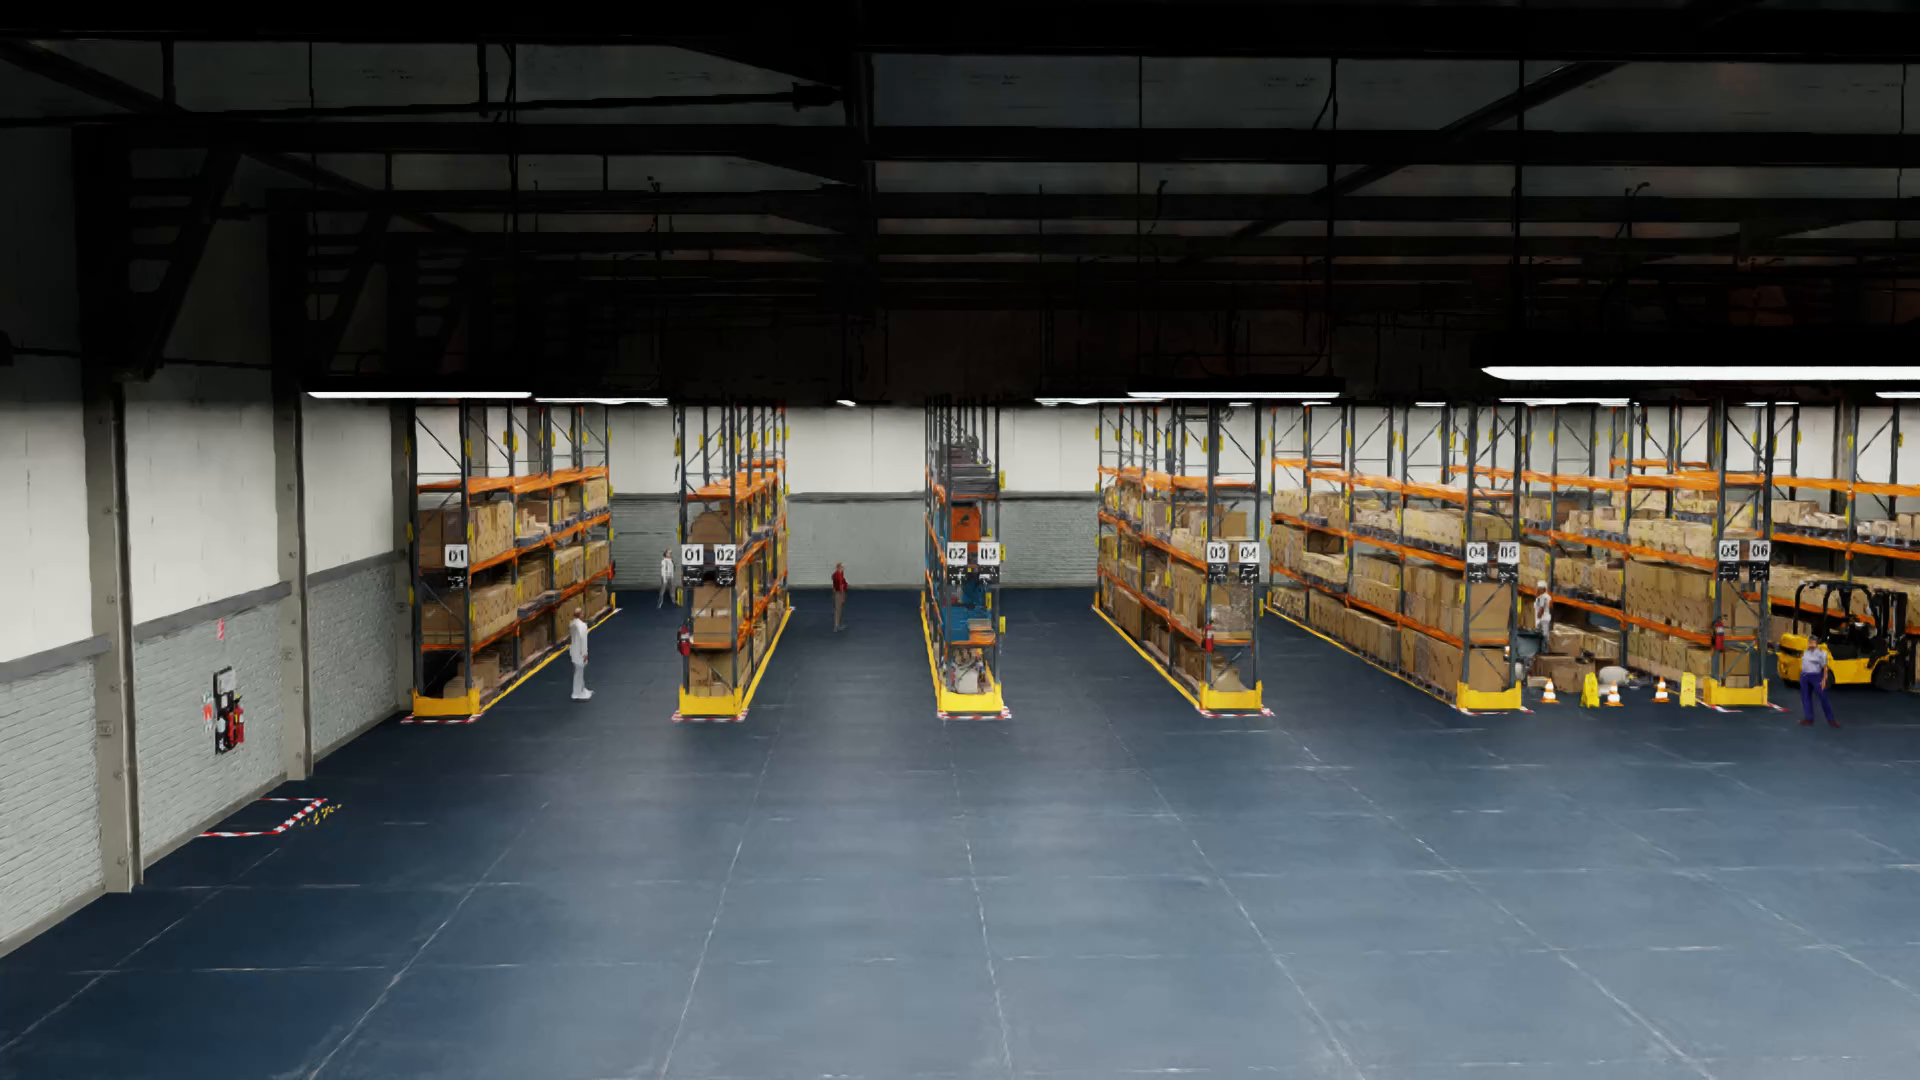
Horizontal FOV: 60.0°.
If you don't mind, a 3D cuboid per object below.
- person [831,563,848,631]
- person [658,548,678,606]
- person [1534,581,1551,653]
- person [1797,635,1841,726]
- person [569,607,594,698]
[{"bbox_3d":[-3.073,1.458,42.879,0.476,1.738,0.624,-2,5,-23],"label":"person"},{"bbox_3d":[-8.448,1.071,48.168,0.520,1.670,0.660,3,5,31],"label":"person"},{"bbox_3d":[13.267,1.816,38.014,0.583,1.783,0.669,2,5,22],"label":"person"},{"bbox_3d":[15.554,2.538,30.091,0.494,1.643,0.696,-2,5,-28],"label":"person"},{"bbox_3d":[-7.495,2.218,32.935,0.515,1.782,0.638,-3,5,-31],"label":"person"}]
